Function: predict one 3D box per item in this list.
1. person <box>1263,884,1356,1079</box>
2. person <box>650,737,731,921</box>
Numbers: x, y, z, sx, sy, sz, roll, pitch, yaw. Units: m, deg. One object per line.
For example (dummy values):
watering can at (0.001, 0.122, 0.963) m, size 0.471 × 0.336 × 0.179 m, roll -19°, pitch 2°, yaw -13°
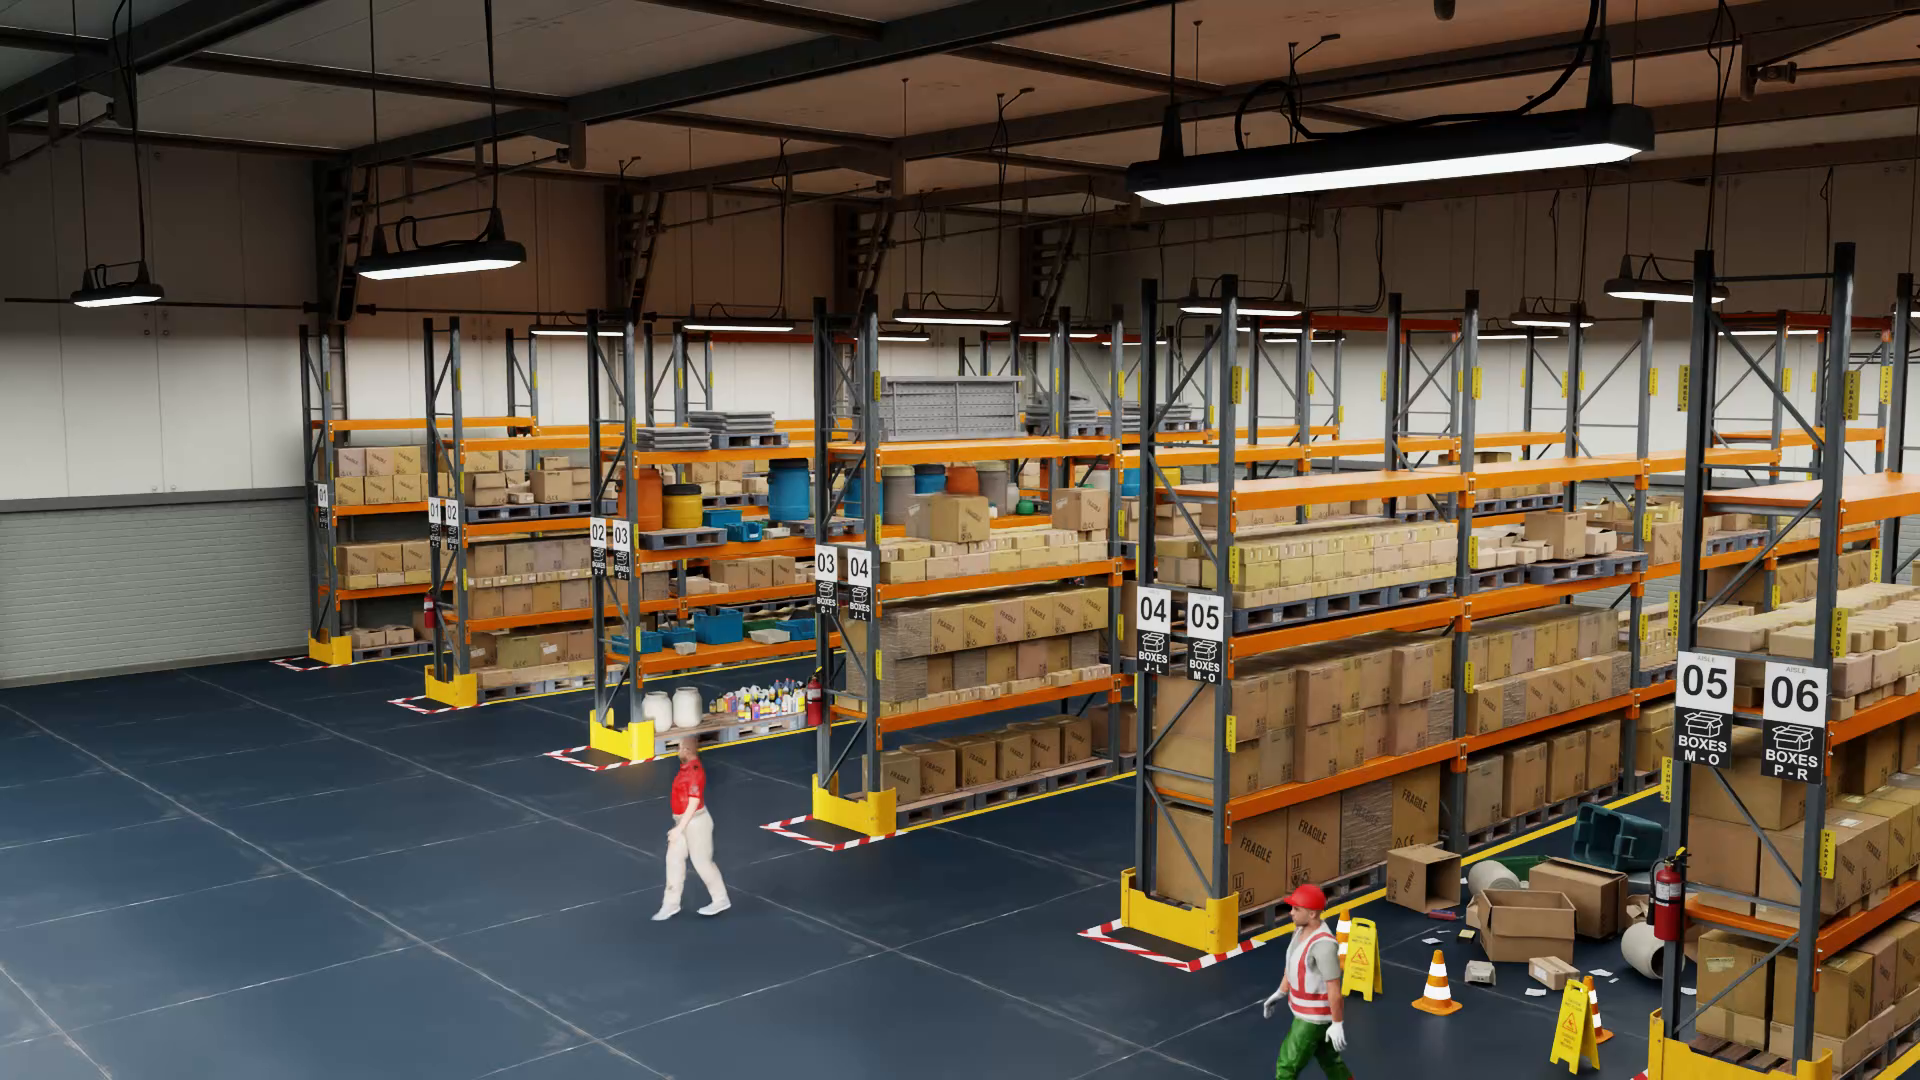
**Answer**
person at (2.257, 3.154, 11.155) m, size 1.031 × 1.726 × 0.575 m, roll 0°, pitch 6°, yaw -1°
person at (-2.586, 2.790, 15.793) m, size 0.758 × 1.686 × 0.560 m, roll -2°, pitch 6°, yaw -23°
